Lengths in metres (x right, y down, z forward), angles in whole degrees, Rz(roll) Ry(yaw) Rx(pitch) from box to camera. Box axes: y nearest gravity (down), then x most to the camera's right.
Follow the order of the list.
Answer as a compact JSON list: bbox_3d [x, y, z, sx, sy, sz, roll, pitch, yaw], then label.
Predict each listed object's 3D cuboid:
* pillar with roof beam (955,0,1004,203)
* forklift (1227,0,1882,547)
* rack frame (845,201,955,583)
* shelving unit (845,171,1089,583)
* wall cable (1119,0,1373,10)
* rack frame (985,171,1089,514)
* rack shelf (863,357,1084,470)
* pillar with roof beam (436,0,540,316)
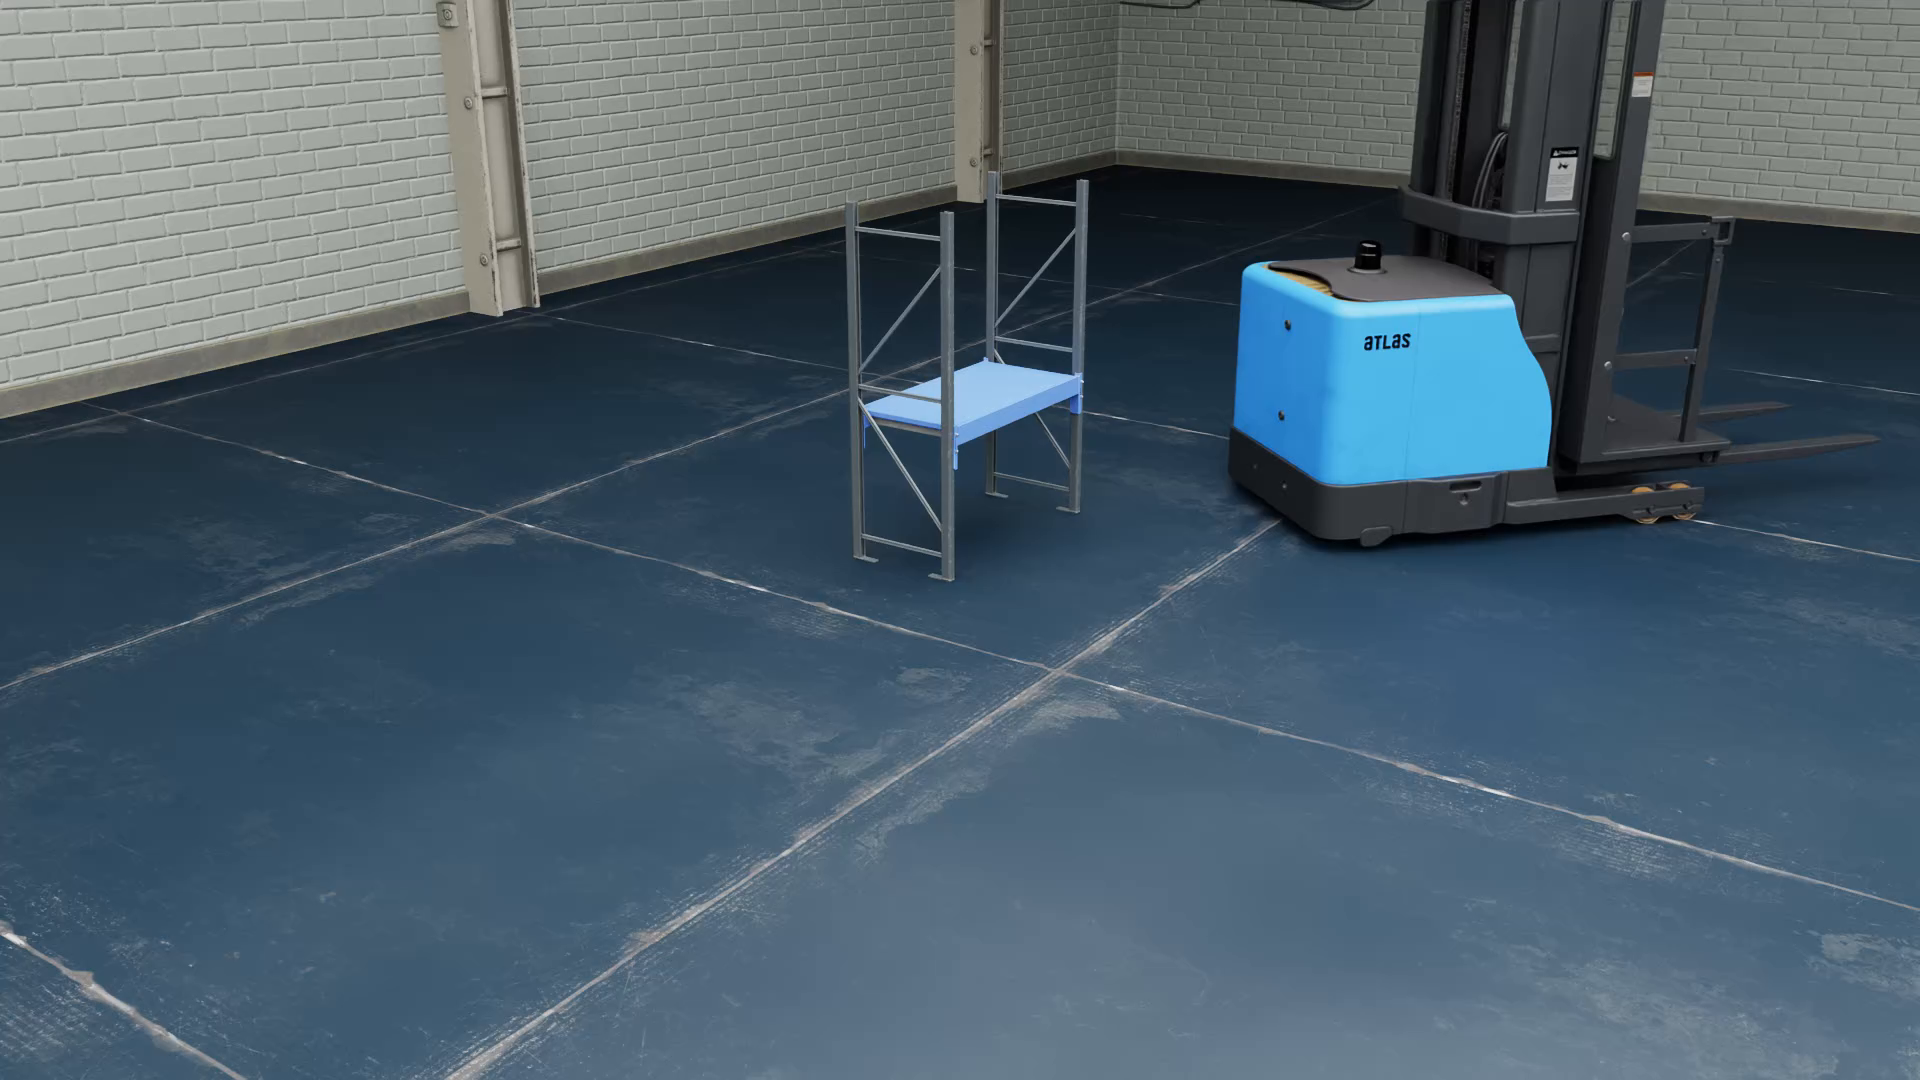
[{"bbox_3d":[3.743,-6.723,12.468,9.100,9.000,0.400,13,24,32],"label":"pillar with roof beam"},{"bbox_3d":[2.848,-1.614,7.404,3.031,2.935,1.130,-6,21,-15],"label":"forklift"},{"bbox_3d":[-0.238,-0.582,6.677,0.500,1.500,0.032,13,24,32],"label":"rack frame"},{"bbox_3d":[0.048,-0.728,7.071,0.538,1.500,1.048,13,24,32],"label":"shelving unit"},{"bbox_3d":[2.932,-6.693,16.864,3.097,2.526,0.112,13,24,32],"label":"wall cable"},{"bbox_3d":[0.334,-0.874,7.465,0.500,1.500,0.032,13,24,32],"label":"rack frame"},{"bbox_3d":[0.048,-0.559,7.133,0.538,0.185,1.000,13,24,32],"label":"rack shelf"},{"bbox_3d":[0.370,-5.001,7.814,9.100,9.000,0.400,13,24,32],"label":"pillar with roof beam"}]
